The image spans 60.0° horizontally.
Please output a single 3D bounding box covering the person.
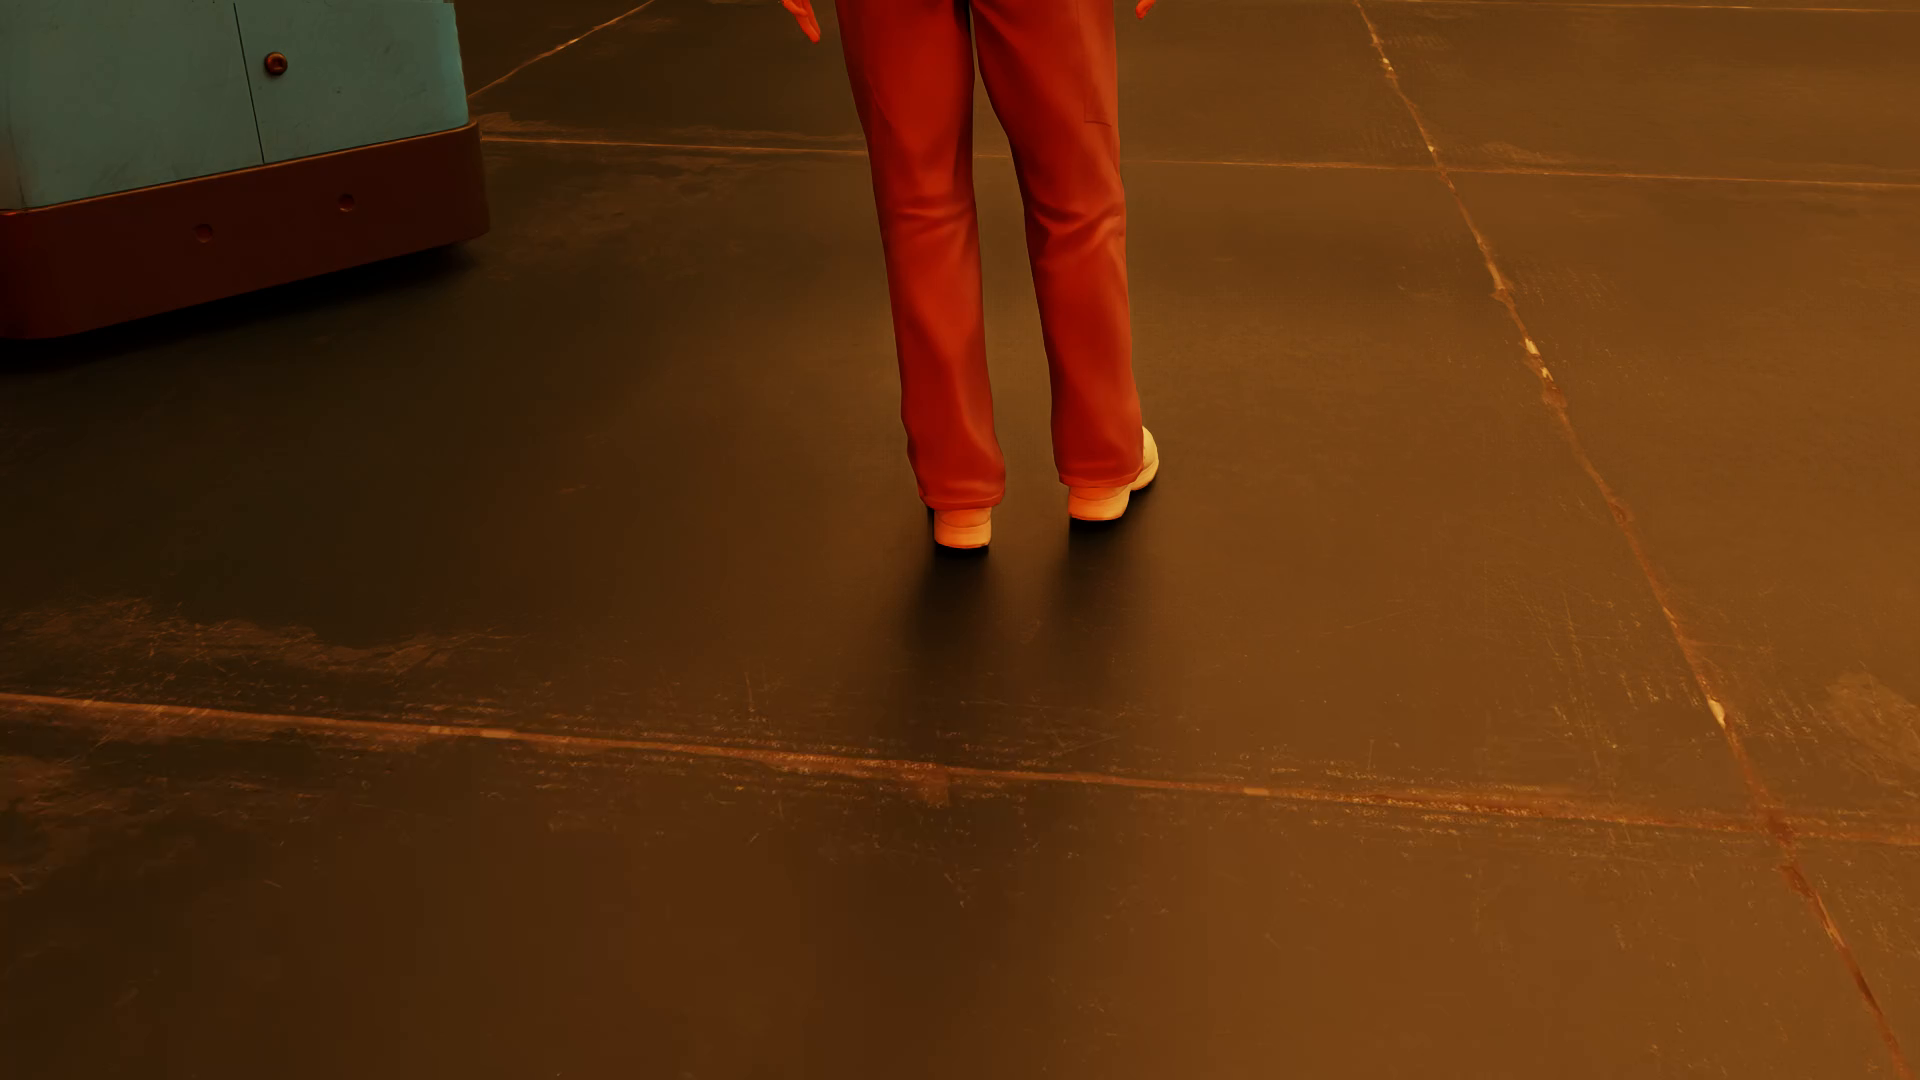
[{"bbox_3d":[0.022,-0.789,2.187,0.553,1.673,0.548,3,27,7],"label":"person"}]

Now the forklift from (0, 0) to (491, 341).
[{"bbox_3d":[-2.481,-2.228,3.683,3.031,2.935,1.130,22,34,37],"label":"forklift"}]
